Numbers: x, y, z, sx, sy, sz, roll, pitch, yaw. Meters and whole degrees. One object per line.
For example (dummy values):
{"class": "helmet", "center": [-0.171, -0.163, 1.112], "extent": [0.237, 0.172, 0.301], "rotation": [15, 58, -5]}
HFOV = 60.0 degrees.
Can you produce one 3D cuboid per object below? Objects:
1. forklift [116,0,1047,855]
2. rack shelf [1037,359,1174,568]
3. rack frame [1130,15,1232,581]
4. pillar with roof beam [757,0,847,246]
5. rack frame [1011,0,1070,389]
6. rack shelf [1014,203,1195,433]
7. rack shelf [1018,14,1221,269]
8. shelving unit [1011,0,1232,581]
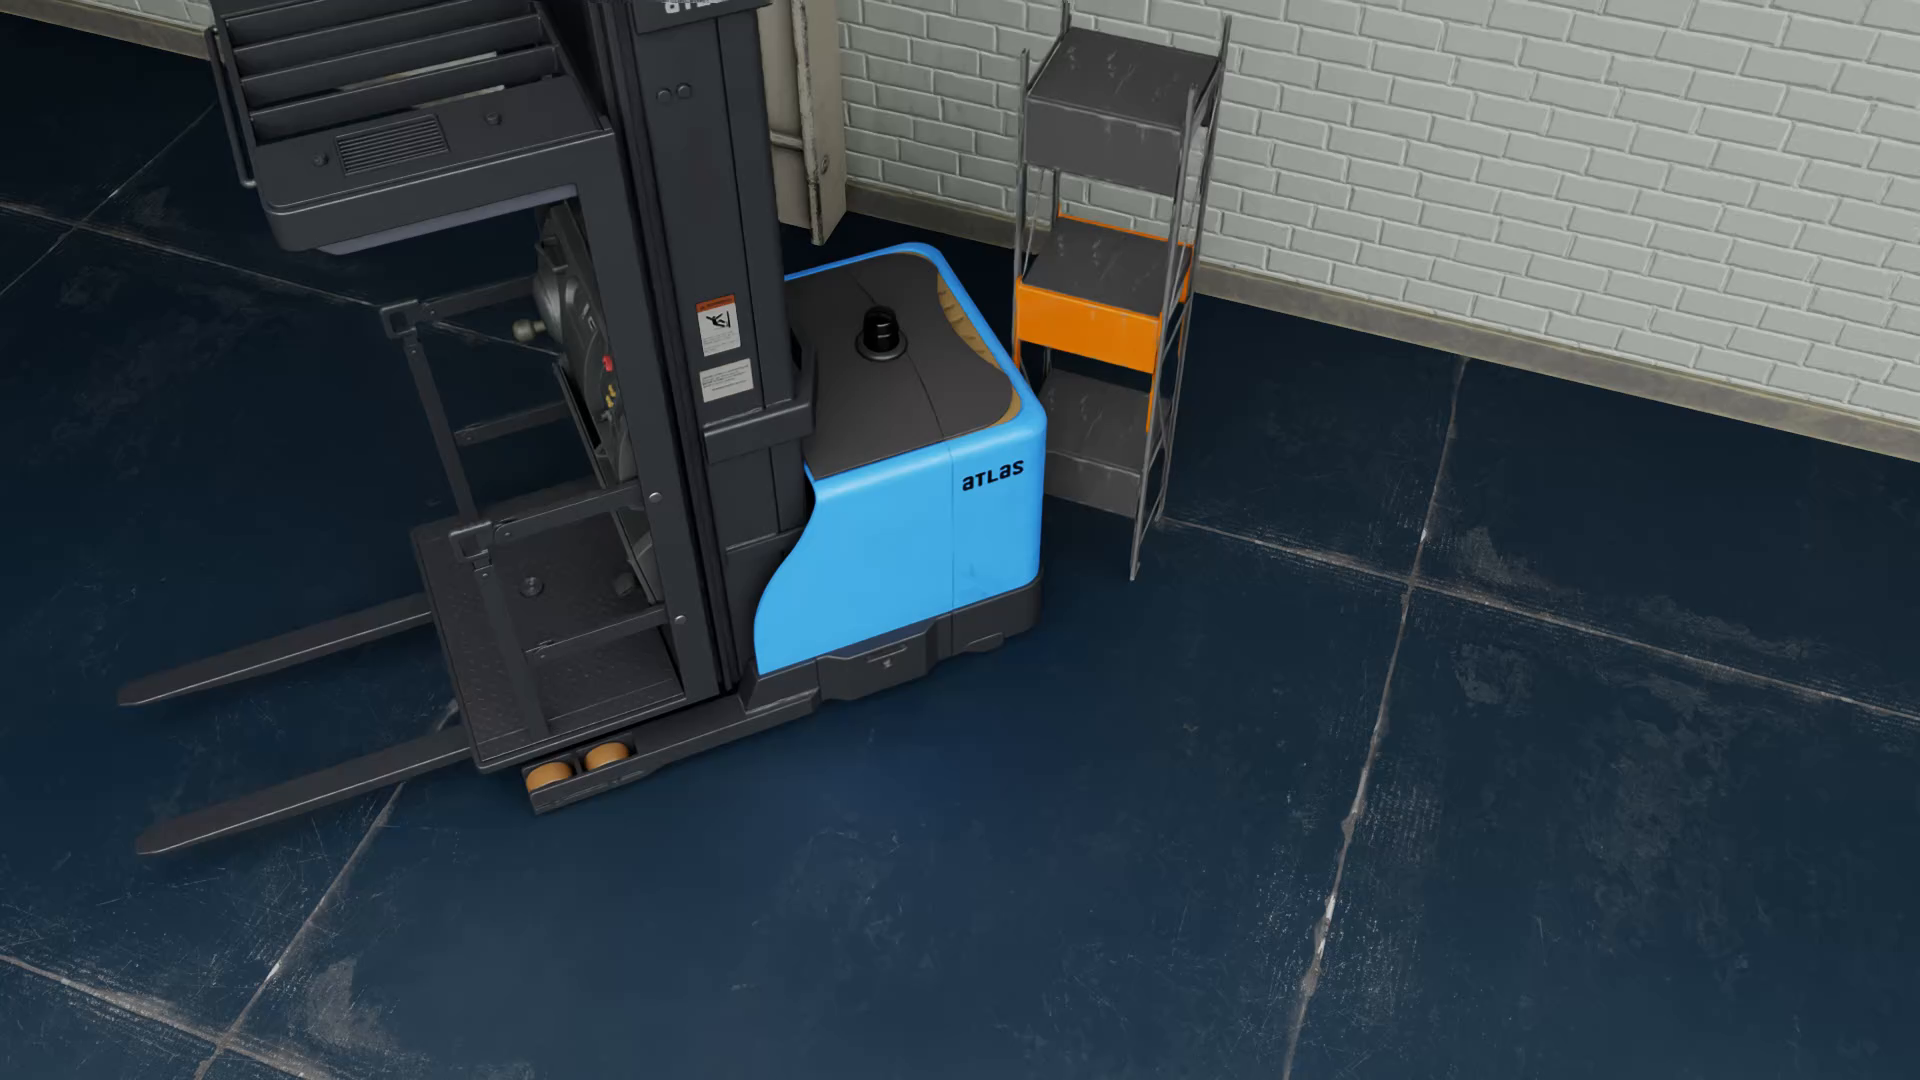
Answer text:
{"class": "forklift", "center": [-1.276, -0.531, 4.770], "extent": [3.031, 2.935, 1.130], "rotation": [-18, 51, -15]}
{"class": "rack shelf", "center": [0.476, -0.277, 6.045], "extent": [0.480, 0.518, 0.431], "rotation": [16, 51, 14]}
{"class": "rack frame", "center": [0.703, -0.678, 5.448], "extent": [0.015, 2.100, 0.400], "rotation": [16, 51, 14]}
{"class": "pillar with roof beam", "center": [-2.235, -1.361, 1.475], "extent": [0.400, 9.000, 9.100], "rotation": [16, 51, 13]}
{"class": "rack frame", "center": [0.248, -0.811, 5.564], "extent": [0.015, 2.100, 0.400], "rotation": [16, 51, 14]}
{"class": "rack shelf", "center": [0.476, -0.736, 5.516], "extent": [0.480, 0.518, 0.431], "rotation": [16, 51, 14]}
{"class": "rack shelf", "center": [0.476, -1.194, 4.987], "extent": [0.480, 0.518, 0.431], "rotation": [16, 51, 14]}
{"class": "shelving unit", "center": [0.476, -0.745, 5.506], "extent": [0.503, 2.100, 0.431], "rotation": [16, 51, 14]}
